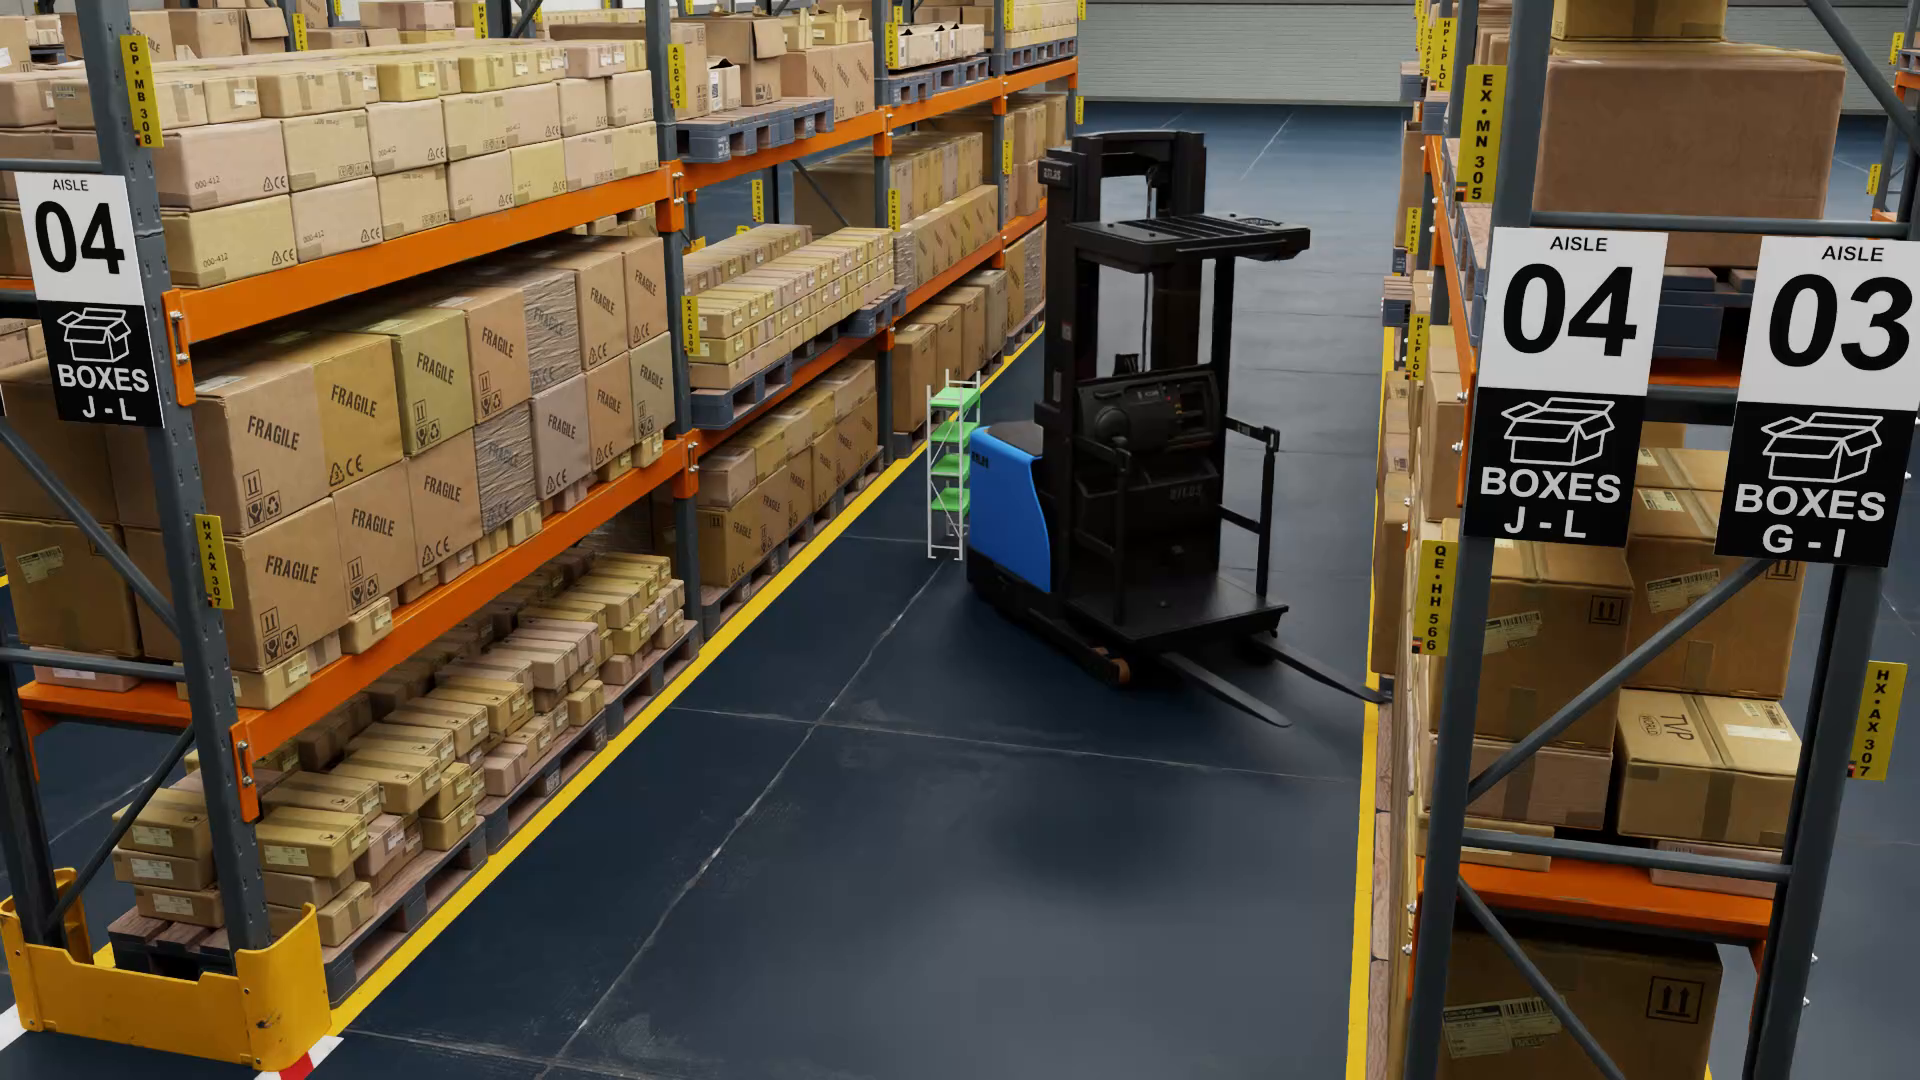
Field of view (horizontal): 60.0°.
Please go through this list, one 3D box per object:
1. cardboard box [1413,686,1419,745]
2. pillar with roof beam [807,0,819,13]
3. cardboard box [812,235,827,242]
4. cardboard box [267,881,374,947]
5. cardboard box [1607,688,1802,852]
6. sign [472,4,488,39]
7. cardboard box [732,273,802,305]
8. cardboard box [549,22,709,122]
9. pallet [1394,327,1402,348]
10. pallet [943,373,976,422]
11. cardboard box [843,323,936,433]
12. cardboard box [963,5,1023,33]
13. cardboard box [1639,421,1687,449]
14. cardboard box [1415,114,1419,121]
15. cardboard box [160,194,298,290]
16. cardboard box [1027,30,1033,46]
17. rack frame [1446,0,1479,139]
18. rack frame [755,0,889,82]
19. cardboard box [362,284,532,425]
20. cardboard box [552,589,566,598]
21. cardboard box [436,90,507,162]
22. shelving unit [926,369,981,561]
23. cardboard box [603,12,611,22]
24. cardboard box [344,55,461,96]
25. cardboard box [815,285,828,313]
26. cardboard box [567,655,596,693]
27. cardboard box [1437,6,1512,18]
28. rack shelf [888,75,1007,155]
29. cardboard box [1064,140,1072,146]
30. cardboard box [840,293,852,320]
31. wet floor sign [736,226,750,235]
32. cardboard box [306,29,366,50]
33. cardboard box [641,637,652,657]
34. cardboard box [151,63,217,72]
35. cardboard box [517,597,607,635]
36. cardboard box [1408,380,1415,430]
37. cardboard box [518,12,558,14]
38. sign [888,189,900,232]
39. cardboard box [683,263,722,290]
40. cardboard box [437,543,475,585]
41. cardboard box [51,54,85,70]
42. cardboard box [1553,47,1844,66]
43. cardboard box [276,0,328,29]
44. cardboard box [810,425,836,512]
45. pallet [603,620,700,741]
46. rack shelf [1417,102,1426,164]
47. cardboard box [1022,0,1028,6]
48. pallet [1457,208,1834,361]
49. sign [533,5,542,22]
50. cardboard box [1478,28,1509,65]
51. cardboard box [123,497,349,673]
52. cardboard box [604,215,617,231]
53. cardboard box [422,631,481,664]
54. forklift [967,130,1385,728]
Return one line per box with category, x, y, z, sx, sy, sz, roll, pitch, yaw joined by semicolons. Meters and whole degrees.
cardboard box;1.746;0.606;5.662;0.380;0.149;0.250;5;19;14
pillar with roof beam;0.271;-15.199;42.265;9.100;9.000;0.400;5;19;13
cardboard box;-1.189;-2.277;13.559;0.500;0.500;0.500;5;19;13
cardboard box;-2.555;1.451;6.559;0.380;0.149;0.250;5;20;14
cardboard box;2.171;0.664;4.874;0.500;0.250;0.500;4;19;12
sign;-2.555;-2.707;8.922;0.100;0.325;0.005;5;19;13
cardboard box;-1.221;-1.589;10.517;0.380;0.149;0.250;4;19;13
cardboard box;-1.817;-2.589;9.183;0.700;0.500;0.500;5;19;13
pallet;5.149;-2.175;17.729;1.003;0.211;1.213;5;19;13
pallet;-0.473;-1.370;15.373;1.003;0.211;1.213;5;19;13
cardboard box;-0.803;-1.385;13.934;1.050;0.750;0.750;4;19;13
cardboard box;0.330;-5.188;16.562;0.500;0.250;0.500;5;19;14
cardboard box;2.789;-0.493;7.102;0.500;0.500;0.500;5;19;14
cardboard box;4.688;-3.879;16.241;0.500;0.500;0.500;5;19;13
cardboard box;-2.636;-1.029;5.651;0.500;0.250;0.500;5;20;15
cardboard box;0.542;-5.193;17.194;0.380;0.149;0.250;4;19;13
rack frame;2.769;-3.229;7.220;1.000;3.000;0.127;5;19;13
rack frame;-1.039;-4.906;12.130;1.000;3.000;0.127;5;19;13
cardboard box;-2.239;-0.821;7.289;0.500;0.500;0.500;4;19;12
cardboard box;-2.390;0.371;9.263;0.380;0.149;0.250;5;19;14
cardboard box;-2.250;-1.742;6.965;0.500;0.250;0.500;4;19;11
shelving unit;-0.040;-0.516;11.342;0.258;1.200;0.503;5;19;13
cardboard box;-4.193;-5.925;18.908;0.380;0.149;0.250;5;20;14
cardboard box;-2.285;-1.902;6.816;0.380;0.149;0.250;5;20;15
cardboard box;-1.094;-1.612;11.045;0.380;0.149;0.250;4;19;12
cardboard box;-2.087;0.643;8.465;0.380;0.149;0.250;5;20;15
cardboard box;3.620;-3.517;11.774;0.500;0.500;0.500;5;20;15
rack shelf;-0.550;-3.773;14.567;1.077;0.370;4.000;5;19;13
cardboard box;0.869;-4.526;20.066;0.875;0.550;0.550;5;19;13
cardboard box;-0.967;-1.636;11.575;0.380;0.149;0.250;4;19;11
wet floor sign;-2.825;-3.795;21.800;0.267;0.644;0.232;12;22;32
cardboard box;-5.622;-4.190;14.518;0.700;0.500;0.500;5;19;13
cardboard box;-1.926;0.561;9.165;0.380;0.149;0.250;5;20;15
cardboard box;-3.020;-1.703;6.233;0.380;0.149;0.250;5;19;14
cardboard box;-2.067;0.424;8.646;0.380;0.149;0.250;5;20;15
cardboard box;2.867;-0.925;9.600;0.500;0.500;0.500;4;19;13
cardboard box;-4.769;-5.887;18.797;0.380;0.149;0.250;5;19;14
sign;-0.510;-2.538;12.809;0.100;0.325;0.005;5;19;13
cardboard box;-1.788;-1.725;10.915;0.380;0.149;0.250;4;19;11
cardboard box;-2.348;0.070;7.231;0.380;0.149;0.250;4;19;12
cardboard box;-6.055;-3.273;11.546;0.396;0.266;0.258;6;20;18
cardboard box;2.121;-1.184;4.912;0.700;0.500;0.500;4;19;11
cardboard box;-8.595;-6.880;21.590;0.500;0.500;0.500;5;20;15
cardboard box;-1.190;-0.527;11.807;0.500;0.500;0.500;4;19;11
pallet;-2.146;0.719;9.256;1.003;0.211;1.213;5;19;13
rack shelf;4.235;-3.350;13.327;1.077;0.370;4.000;5;19;13
cardboard box;0.480;-5.492;16.835;0.380;0.149;0.250;4;19;13
pallet;1.963;-0.748;4.732;1.003;0.211;1.213;5;19;13
sign;-4.347;-5.488;17.065;0.100;0.325;0.005;5;19;13
cardboard box;2.901;-2.239;8.156;0.700;0.500;0.500;5;20;15
cardboard box;-2.616;0.133;6.043;0.500;0.500;0.500;6;20;16
cardboard box;-4.205;-3.684;19.272;0.380;0.149;0.250;6;20;17
cardboard box;-2.609;0.560;8.247;0.380;0.149;0.250;4;19;11
forklift;1.184;-0.728;9.284;1.130;2.935;3.031;-10;21;-27
